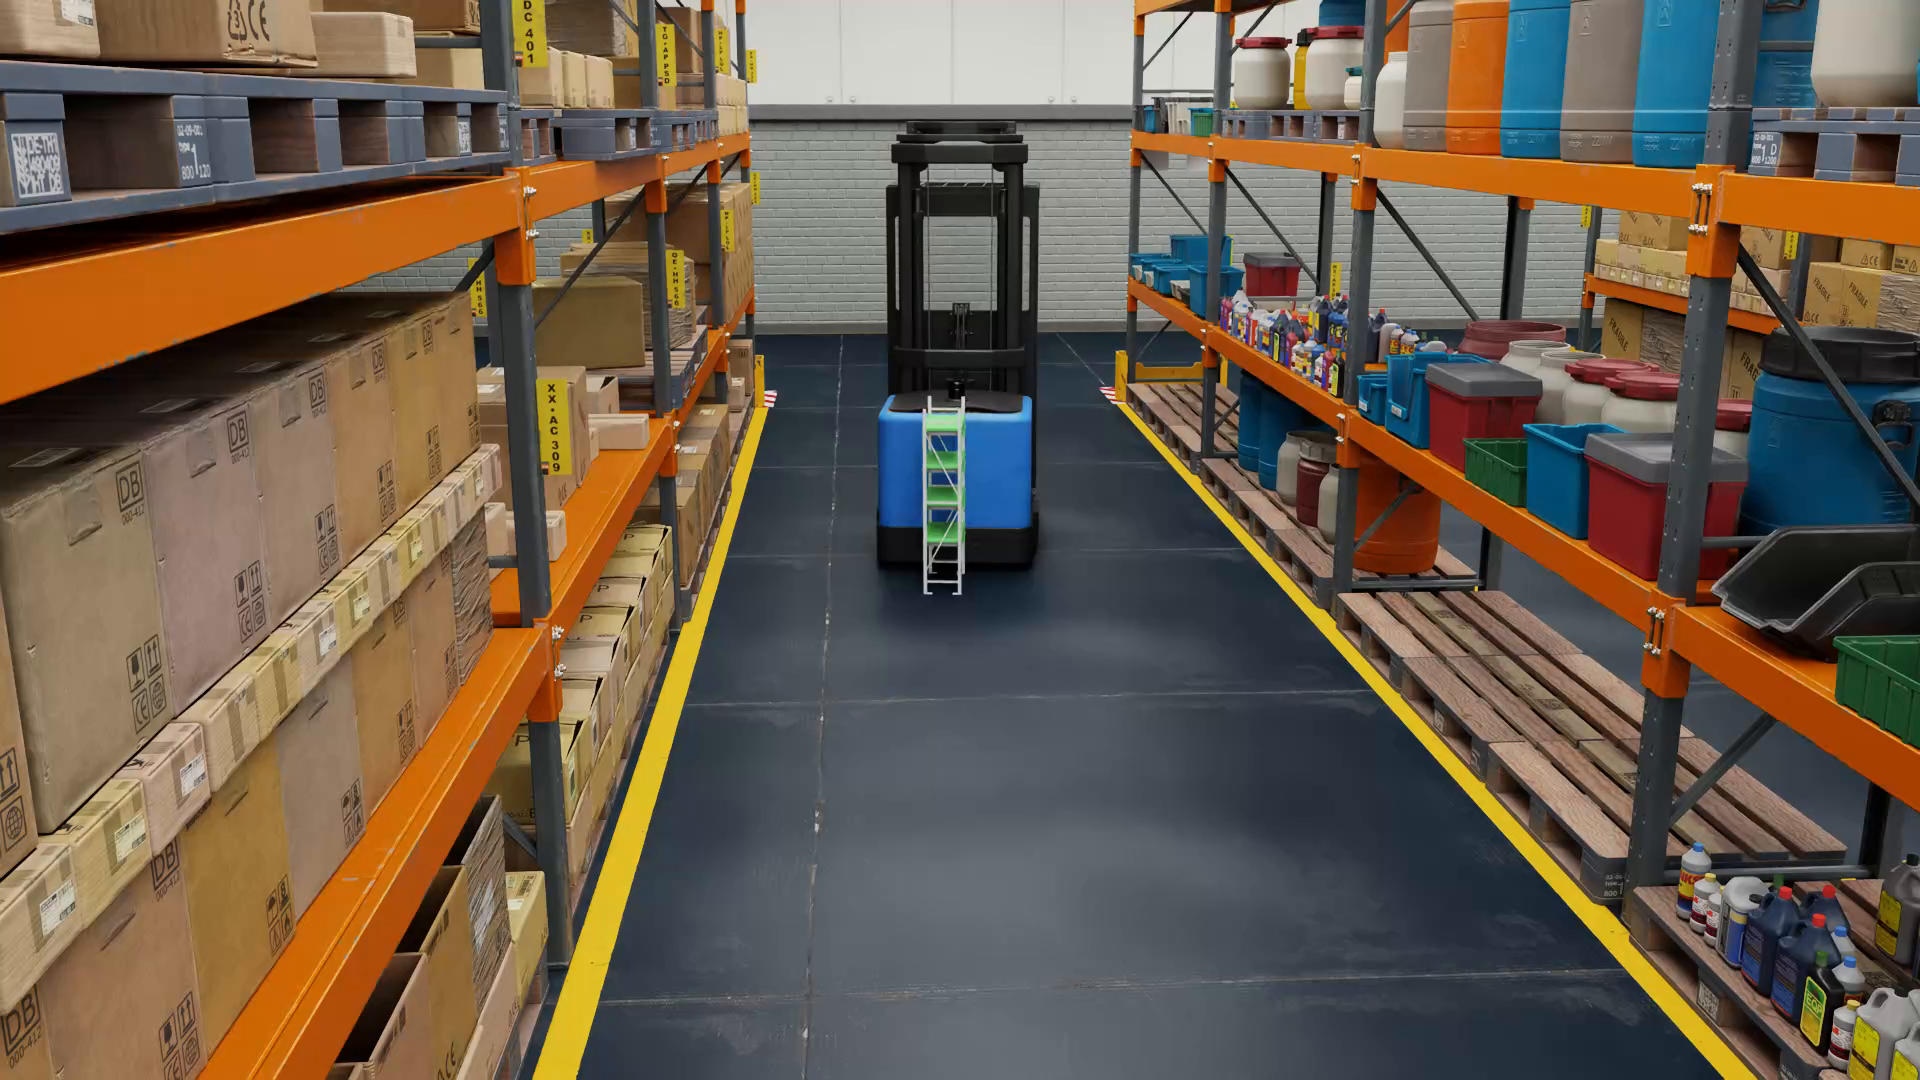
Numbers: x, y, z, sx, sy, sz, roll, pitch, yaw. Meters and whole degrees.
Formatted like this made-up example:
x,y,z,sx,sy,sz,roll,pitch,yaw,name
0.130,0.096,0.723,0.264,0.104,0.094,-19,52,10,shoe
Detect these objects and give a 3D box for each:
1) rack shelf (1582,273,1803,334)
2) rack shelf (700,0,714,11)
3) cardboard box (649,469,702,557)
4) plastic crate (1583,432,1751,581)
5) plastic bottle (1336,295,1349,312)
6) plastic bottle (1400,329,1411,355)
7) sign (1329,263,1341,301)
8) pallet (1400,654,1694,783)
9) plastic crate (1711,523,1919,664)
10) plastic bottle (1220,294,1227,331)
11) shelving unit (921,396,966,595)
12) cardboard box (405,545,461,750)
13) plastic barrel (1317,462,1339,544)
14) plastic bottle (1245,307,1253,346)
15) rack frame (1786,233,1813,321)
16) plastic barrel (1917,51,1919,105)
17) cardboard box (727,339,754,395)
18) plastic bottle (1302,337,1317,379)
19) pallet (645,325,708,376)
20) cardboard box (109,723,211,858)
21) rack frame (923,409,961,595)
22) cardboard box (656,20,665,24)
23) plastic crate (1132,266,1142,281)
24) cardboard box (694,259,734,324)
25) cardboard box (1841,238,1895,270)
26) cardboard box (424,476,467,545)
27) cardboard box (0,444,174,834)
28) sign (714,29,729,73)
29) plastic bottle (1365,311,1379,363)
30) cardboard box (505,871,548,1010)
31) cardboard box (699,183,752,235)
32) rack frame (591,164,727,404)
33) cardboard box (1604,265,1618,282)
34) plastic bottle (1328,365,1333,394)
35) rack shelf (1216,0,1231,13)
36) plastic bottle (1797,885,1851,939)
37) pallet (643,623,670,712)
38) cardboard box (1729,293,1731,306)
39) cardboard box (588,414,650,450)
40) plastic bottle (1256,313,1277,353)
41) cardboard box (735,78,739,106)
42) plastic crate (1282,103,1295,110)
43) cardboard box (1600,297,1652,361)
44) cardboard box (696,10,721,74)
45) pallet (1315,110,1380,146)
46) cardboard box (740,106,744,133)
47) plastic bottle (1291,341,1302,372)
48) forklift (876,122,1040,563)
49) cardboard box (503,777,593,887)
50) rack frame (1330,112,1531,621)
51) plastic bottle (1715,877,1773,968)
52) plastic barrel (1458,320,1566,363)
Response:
x,y,z,sx,sy,sz,roll,pitch,yaw,name
7.351,-2.203,16.011,1.077,0.370,4.000,-1,14,-3,rack shelf
-2.288,-3.768,10.857,1.077,0.370,4.000,-1,14,-3,rack shelf
-1.945,-0.157,10.751,0.500,0.500,0.500,-1,14,-5,cardboard box
2.692,-0.134,6.400,0.402,0.464,0.583,-1,14,-3,plastic crate
2.927,-1.684,12.650,0.144,0.351,0.185,-1,14,-3,plastic bottle
3.038,-1.292,11.286,0.097,0.271,0.097,0,14,0,plastic bottle
3.081,-2.119,13.688,0.100,0.325,0.005,-1,14,-3,sign
2.861,0.864,8.245,1.003,0.211,1.213,-1,14,-3,pallet
2.933,0.175,5.453,0.767,0.338,0.504,-1,14,-3,plastic crate
2.129,-1.823,13.326,0.061,0.283,0.133,-1,14,-3,plastic bottle
-0.101,-0.294,10.761,0.258,1.200,0.503,1,14,3,shelving unit
-1.844,0.281,4.715,0.700,0.500,0.500,-1,14,-4,cardboard box
2.608,-0.241,11.095,0.421,0.512,0.421,0,14,0,plastic barrel
2.184,-1.602,12.467,0.061,0.283,0.133,-1,14,-3,plastic bottle
7.475,-2.054,13.989,1.000,3.000,0.127,-1,14,-3,rack frame
2.982,-1.637,4.502,0.600,0.901,0.708,-1,14,-3,plastic barrel
-2.380,-1.768,17.010,0.500,0.500,0.500,-1,14,-3,cardboard box
2.301,-1.197,10.918,0.097,0.271,0.097,0,14,0,plastic bottle
-2.289,-1.298,11.435,1.003,0.211,1.213,-1,14,-3,pallet
-1.525,0.429,2.838,0.380,0.149,0.250,-1,14,-4,cardboard box
-0.113,-0.233,10.525,0.240,1.200,0.015,1,14,3,rack frame
-2.390,-3.362,11.811,0.600,0.600,0.600,-1,14,-4,cardboard box
1.908,-2.726,17.010,0.250,0.136,0.298,-1,14,-3,plastic crate
-2.172,-2.081,13.894,0.500,0.500,0.500,-1,14,-2,cardboard box
7.523,-2.429,13.234,0.797,0.503,0.637,-1,14,-5,cardboard box
-1.654,-0.084,4.830,0.380,0.149,0.250,-1,14,-5,cardboard box
-1.726,0.146,2.636,0.700,0.500,0.500,-1,14,-5,cardboard box
-1.858,-3.805,12.947,0.100,0.325,0.005,-1,14,-3,sign
2.840,-1.420,11.625,0.144,0.351,0.185,-1,14,-3,plastic bottle
-1.670,1.328,5.520,0.500,0.250,0.500,-1,14,-3,cardboard box
-2.358,-3.323,16.713,0.500,0.500,0.500,-1,14,-4,cardboard box
-2.412,-1.902,13.398,1.000,3.000,0.127,-1,14,-3,rack frame
6.937,-2.770,17.275,0.380,0.149,0.250,-1,14,-4,cardboard box
2.340,-1.009,10.328,0.097,0.201,0.097,0,14,0,plastic bottle
2.656,-3.843,11.150,1.077,0.370,4.000,-1,14,-3,rack shelf
2.807,1.287,5.437,0.144,0.351,0.185,-1,14,-3,plastic bottle
-2.152,0.649,9.081,1.003,0.211,1.213,-1,14,-3,pallet
7.082,-2.195,15.040,0.380,0.149,0.250,-1,14,-2,cardboard box
-1.833,-0.566,8.710,0.380,0.149,0.250,-1,14,-3,cardboard box
2.252,-1.508,12.117,0.152,0.276,0.135,-1,14,-3,plastic bottle
-2.315,-4.146,15.399,0.500,0.250,0.500,-1,14,-3,cardboard box
2.729,-3.680,14.551,0.497,0.269,0.590,-1,14,-3,plastic crate
7.347,-2.065,17.454,0.875,0.875,0.875,-1,14,-3,cardboard box
-2.370,-4.134,13.846,0.700,0.500,0.500,-1,14,-3,cardboard box
2.830,-2.535,10.220,1.003,0.211,1.213,-1,14,-3,pallet
-2.345,-4.028,15.944,0.500,0.250,0.500,-1,14,-3,cardboard box
2.283,-1.236,11.209,0.097,0.201,0.097,0,14,0,plastic bottle
0.031,-1.576,12.268,1.130,2.935,3.031,1,14,3,forklift
-1.694,1.112,6.360,0.500,0.250,0.500,-1,14,-5,cardboard box
2.780,-0.982,9.825,1.000,3.000,0.127,-1,14,-3,rack frame
2.657,1.284,5.598,0.152,0.276,0.135,0,14,-1,plastic bottle
3.111,-0.938,9.378,0.600,0.536,0.708,-1,14,-3,plastic barrel
